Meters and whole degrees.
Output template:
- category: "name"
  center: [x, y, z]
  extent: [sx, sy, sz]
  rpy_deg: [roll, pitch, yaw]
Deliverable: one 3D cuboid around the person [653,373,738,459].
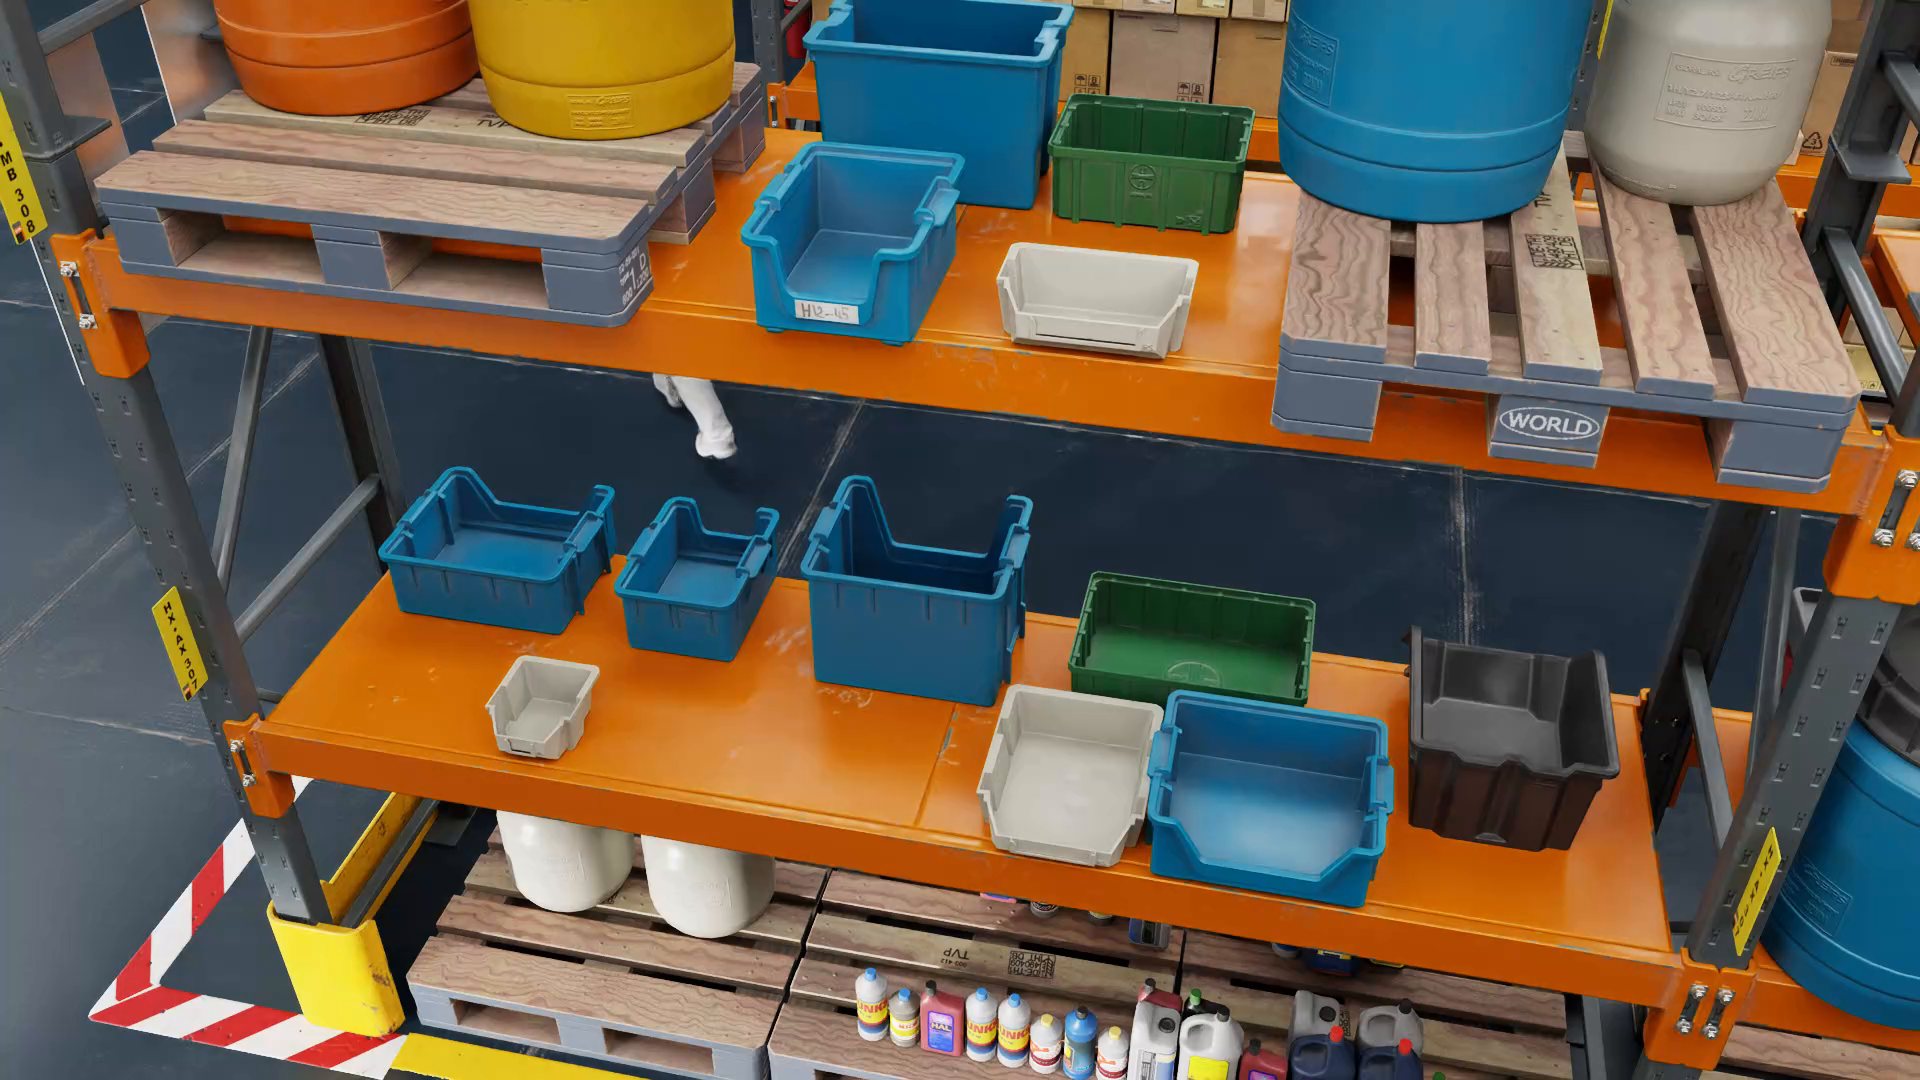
- category: "person"
  center: [-1.346, -1.242, 7.819]
  extent: [0.600, 1.731, 1.014]
  rpy_deg: [-26, 44, -31]
